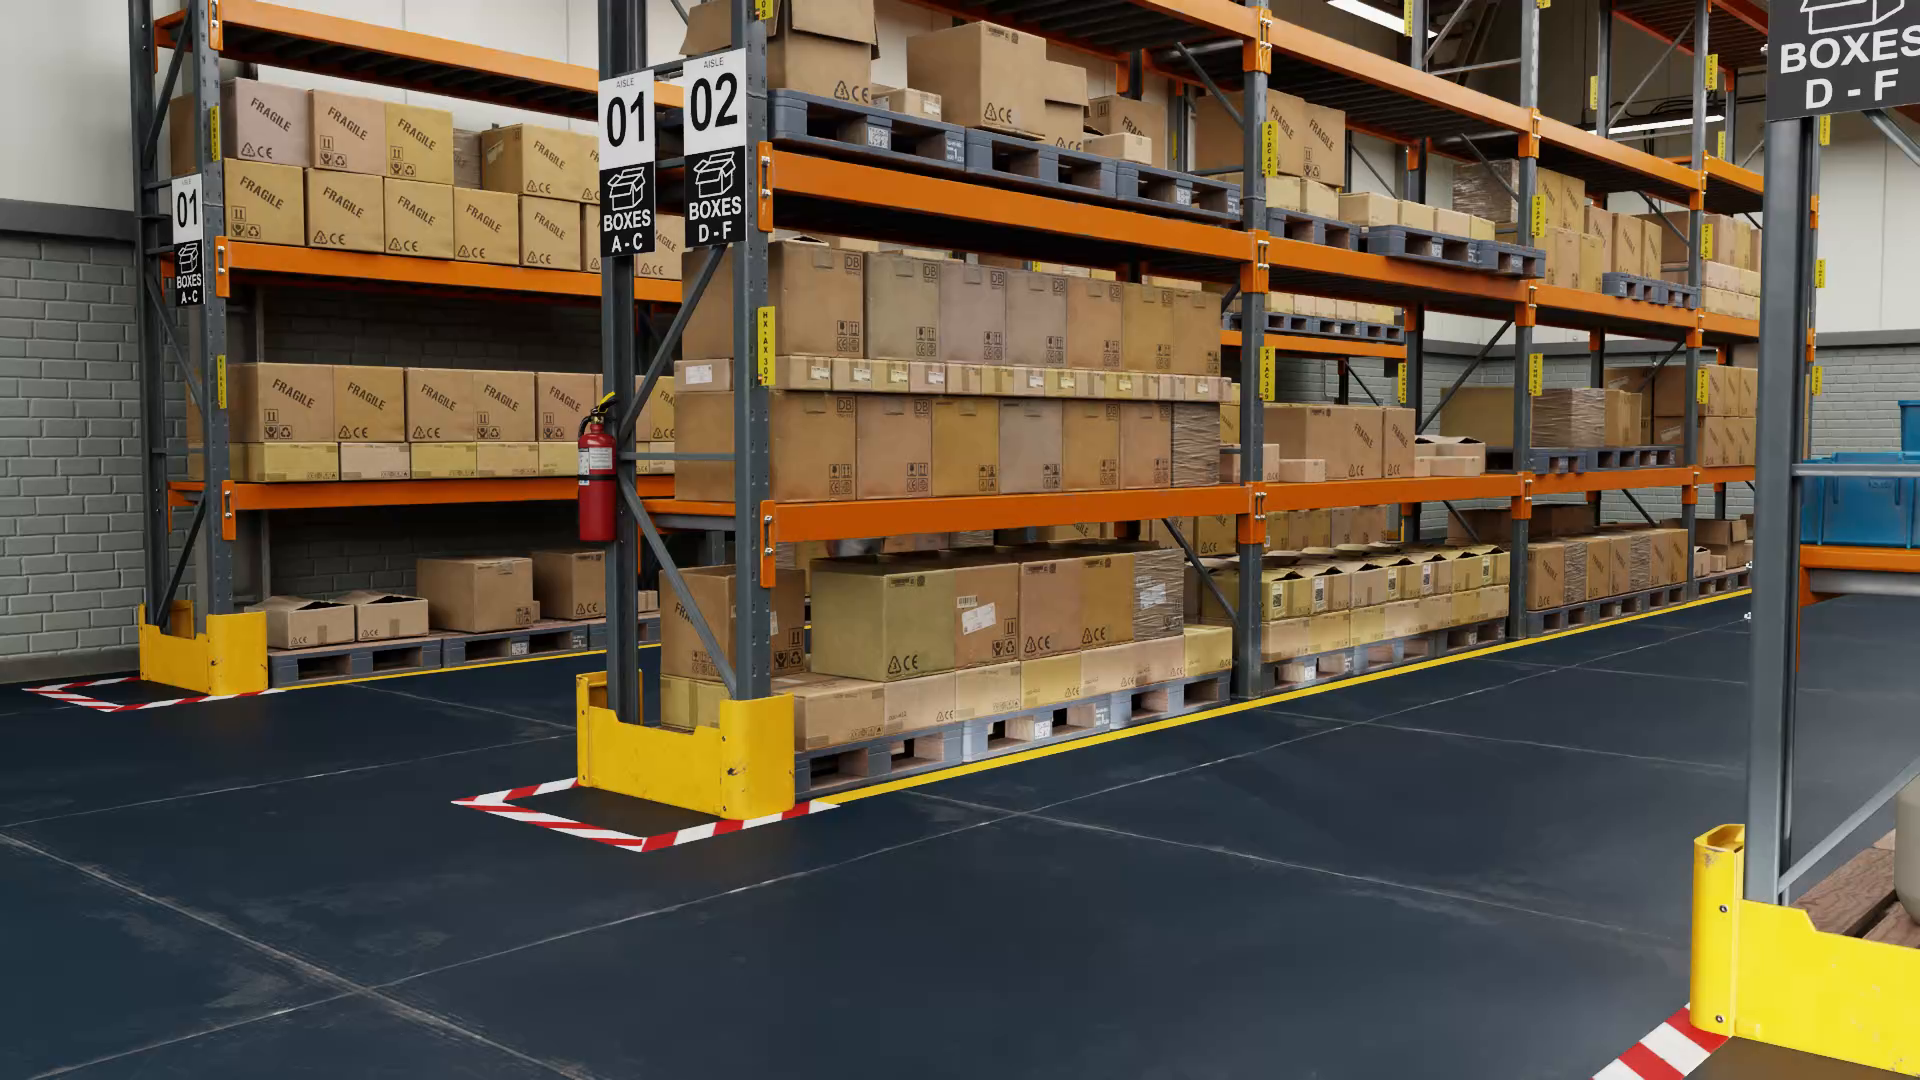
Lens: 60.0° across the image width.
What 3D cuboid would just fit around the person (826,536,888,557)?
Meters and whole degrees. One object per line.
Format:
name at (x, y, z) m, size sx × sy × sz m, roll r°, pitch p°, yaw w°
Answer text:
person at (-0.766, -0.047, 12.374) m, size 0.460 × 1.759 × 0.629 m, roll 3°, pitch 4°, yaw 38°
